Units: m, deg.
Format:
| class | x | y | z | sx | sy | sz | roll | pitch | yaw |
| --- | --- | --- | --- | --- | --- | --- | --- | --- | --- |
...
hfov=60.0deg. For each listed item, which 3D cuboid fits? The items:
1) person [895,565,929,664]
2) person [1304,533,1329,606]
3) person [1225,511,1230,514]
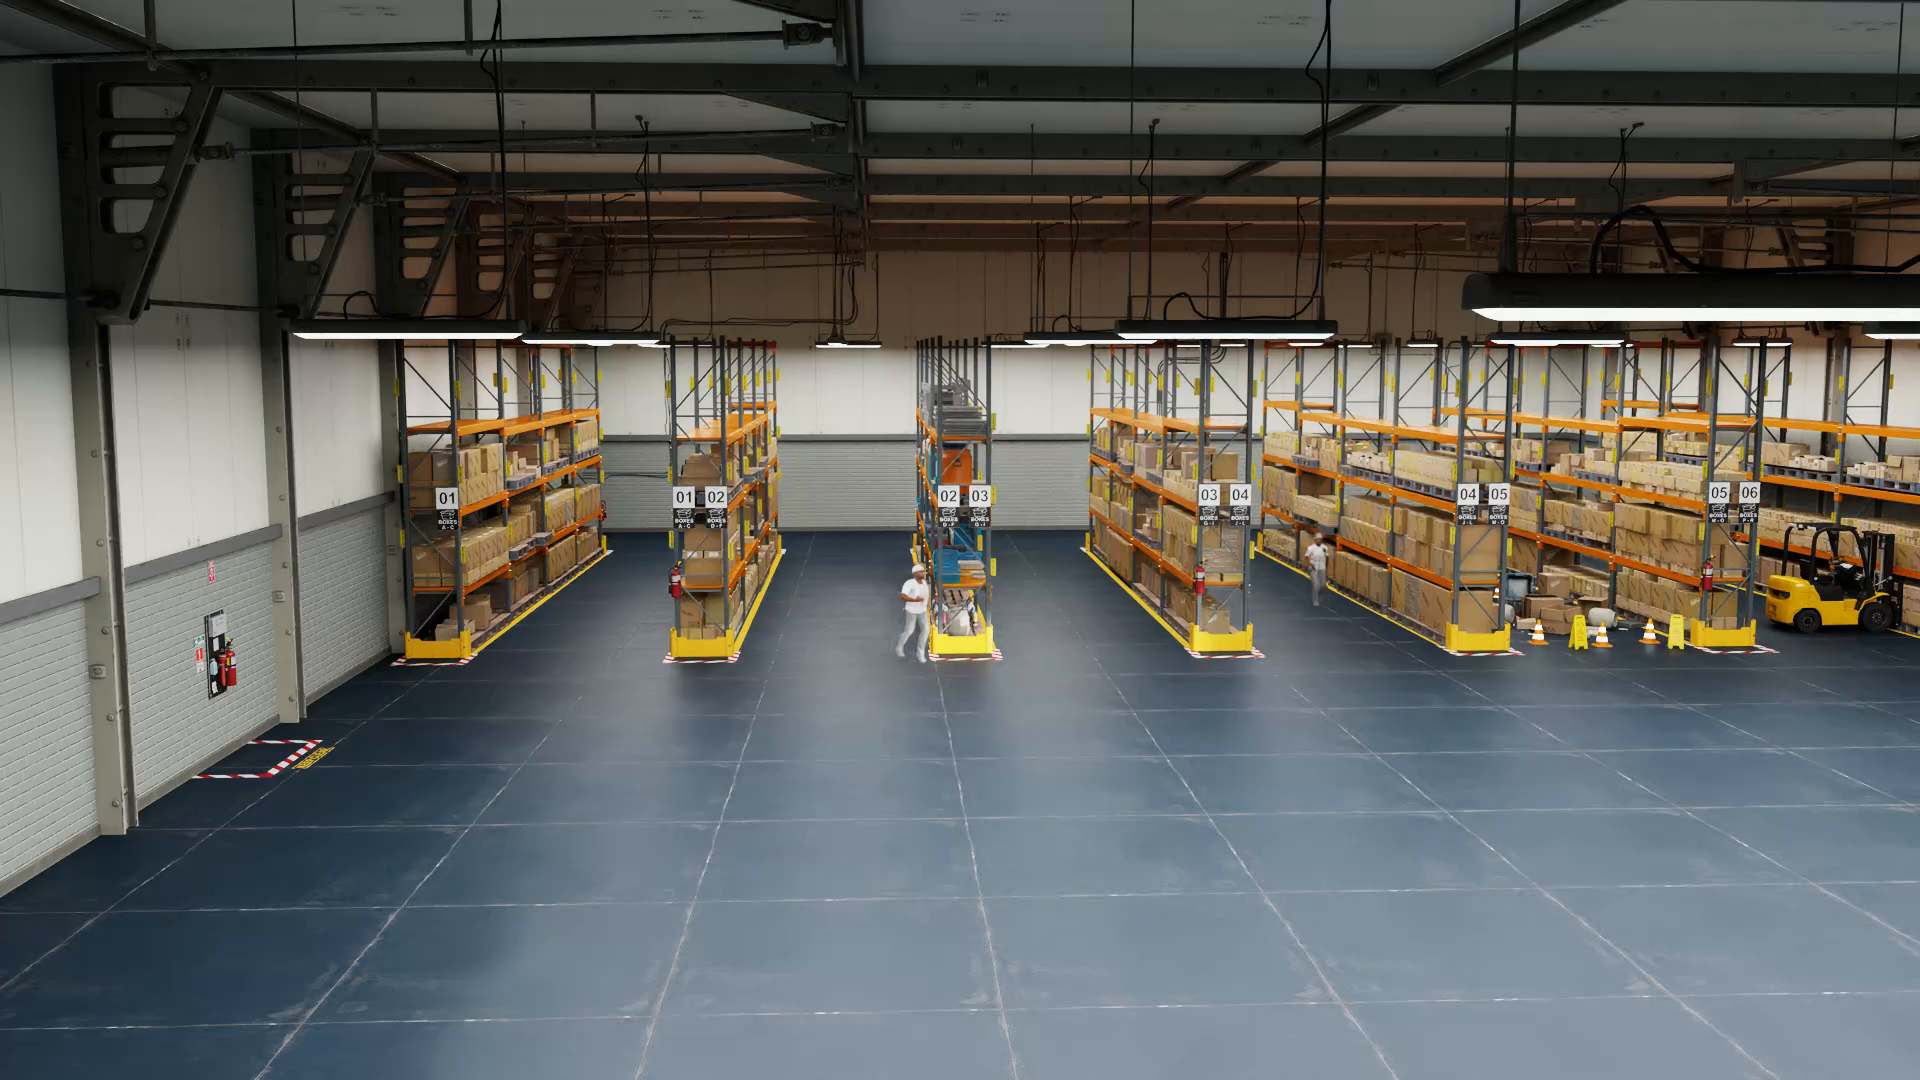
| class | x | y | z | sx | sy | sz | roll | pitch | yaw |
| --- | --- | --- | --- | --- | --- | --- | --- | --- | --- |
| person | -0.814 | 1.347 | 30.792 | 0.729 | 1.796 | 0.782 | -6 | 9 | -42 |
| person | 8.027 | 0.657 | 37.378 | 0.593 | 1.661 | 0.554 | -1 | 7 | -5 |
| person | 7.415 | -0.433 | 46.742 | 0.758 | 1.701 | 0.729 | 1 | 7 | 6 |
